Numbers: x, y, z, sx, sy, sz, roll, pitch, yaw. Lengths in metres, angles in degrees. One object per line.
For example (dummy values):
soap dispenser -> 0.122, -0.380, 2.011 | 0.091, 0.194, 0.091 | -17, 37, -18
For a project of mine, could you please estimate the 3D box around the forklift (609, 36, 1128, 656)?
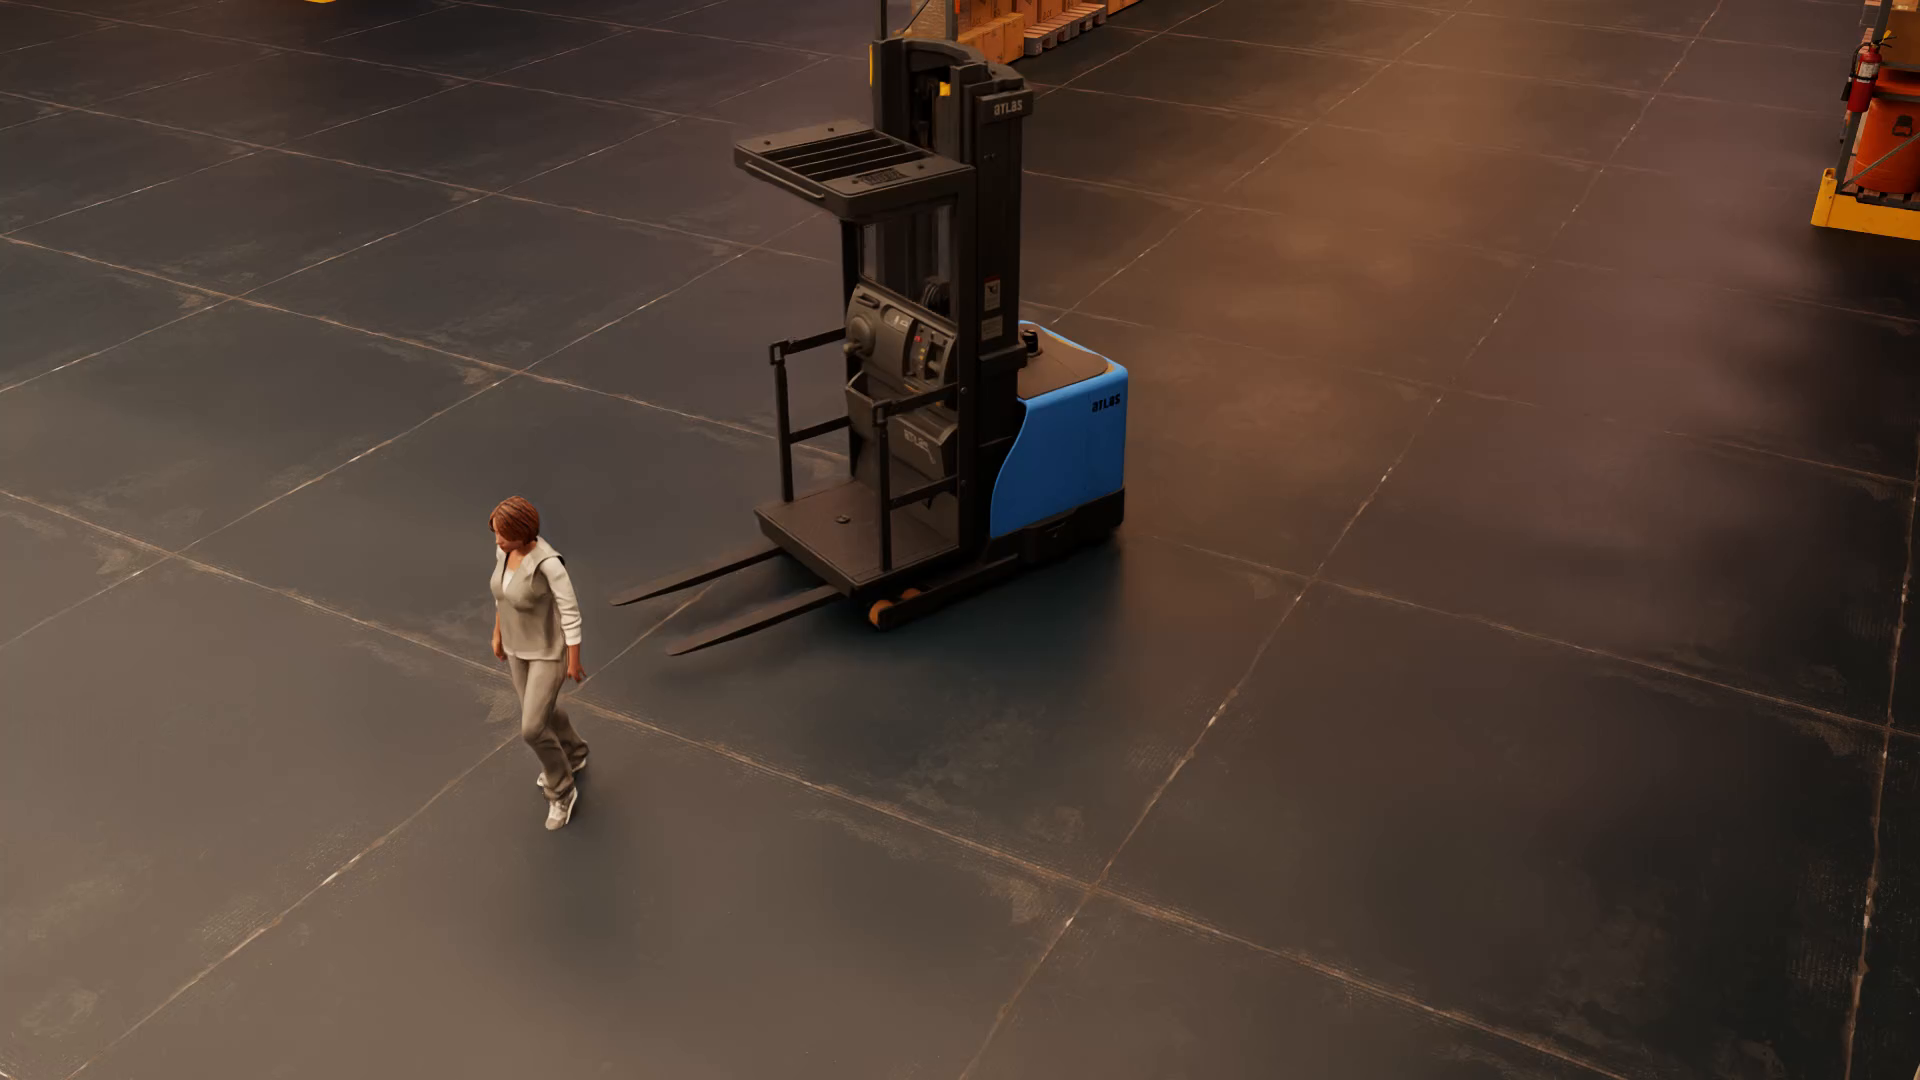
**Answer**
forklift -> -0.493, -1.073, 8.930 | 3.031, 2.935, 1.130 | -21, 36, -32

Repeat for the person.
person -> -1.925, 0.525, 7.569 | 0.510, 1.627, 0.461 | 23, 37, 34
